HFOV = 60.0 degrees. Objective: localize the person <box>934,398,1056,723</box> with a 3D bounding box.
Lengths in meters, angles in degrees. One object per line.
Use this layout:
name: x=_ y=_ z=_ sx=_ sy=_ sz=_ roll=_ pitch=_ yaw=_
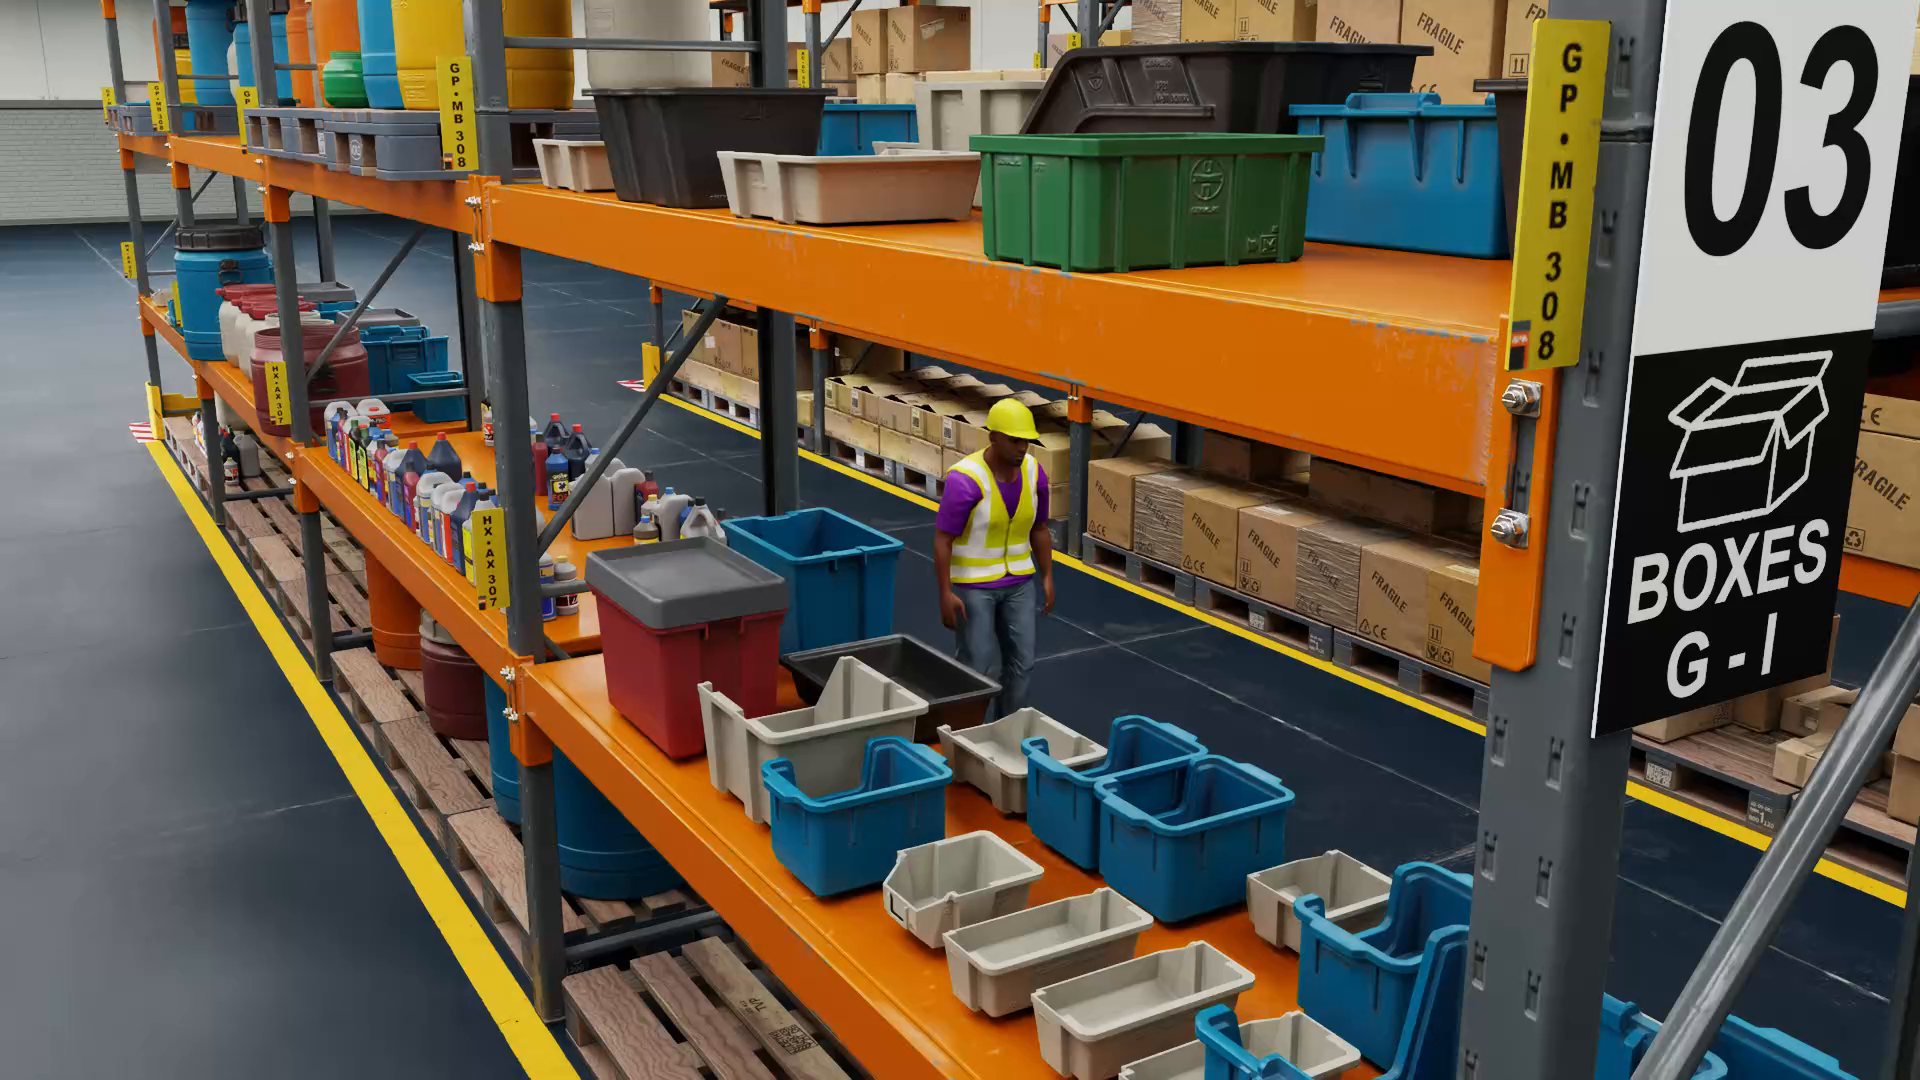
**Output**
person: x=0.173 y=0.213 z=7.669 sx=0.633 sy=1.760 sz=0.463 roll=-9 pitch=17 yaw=-31
